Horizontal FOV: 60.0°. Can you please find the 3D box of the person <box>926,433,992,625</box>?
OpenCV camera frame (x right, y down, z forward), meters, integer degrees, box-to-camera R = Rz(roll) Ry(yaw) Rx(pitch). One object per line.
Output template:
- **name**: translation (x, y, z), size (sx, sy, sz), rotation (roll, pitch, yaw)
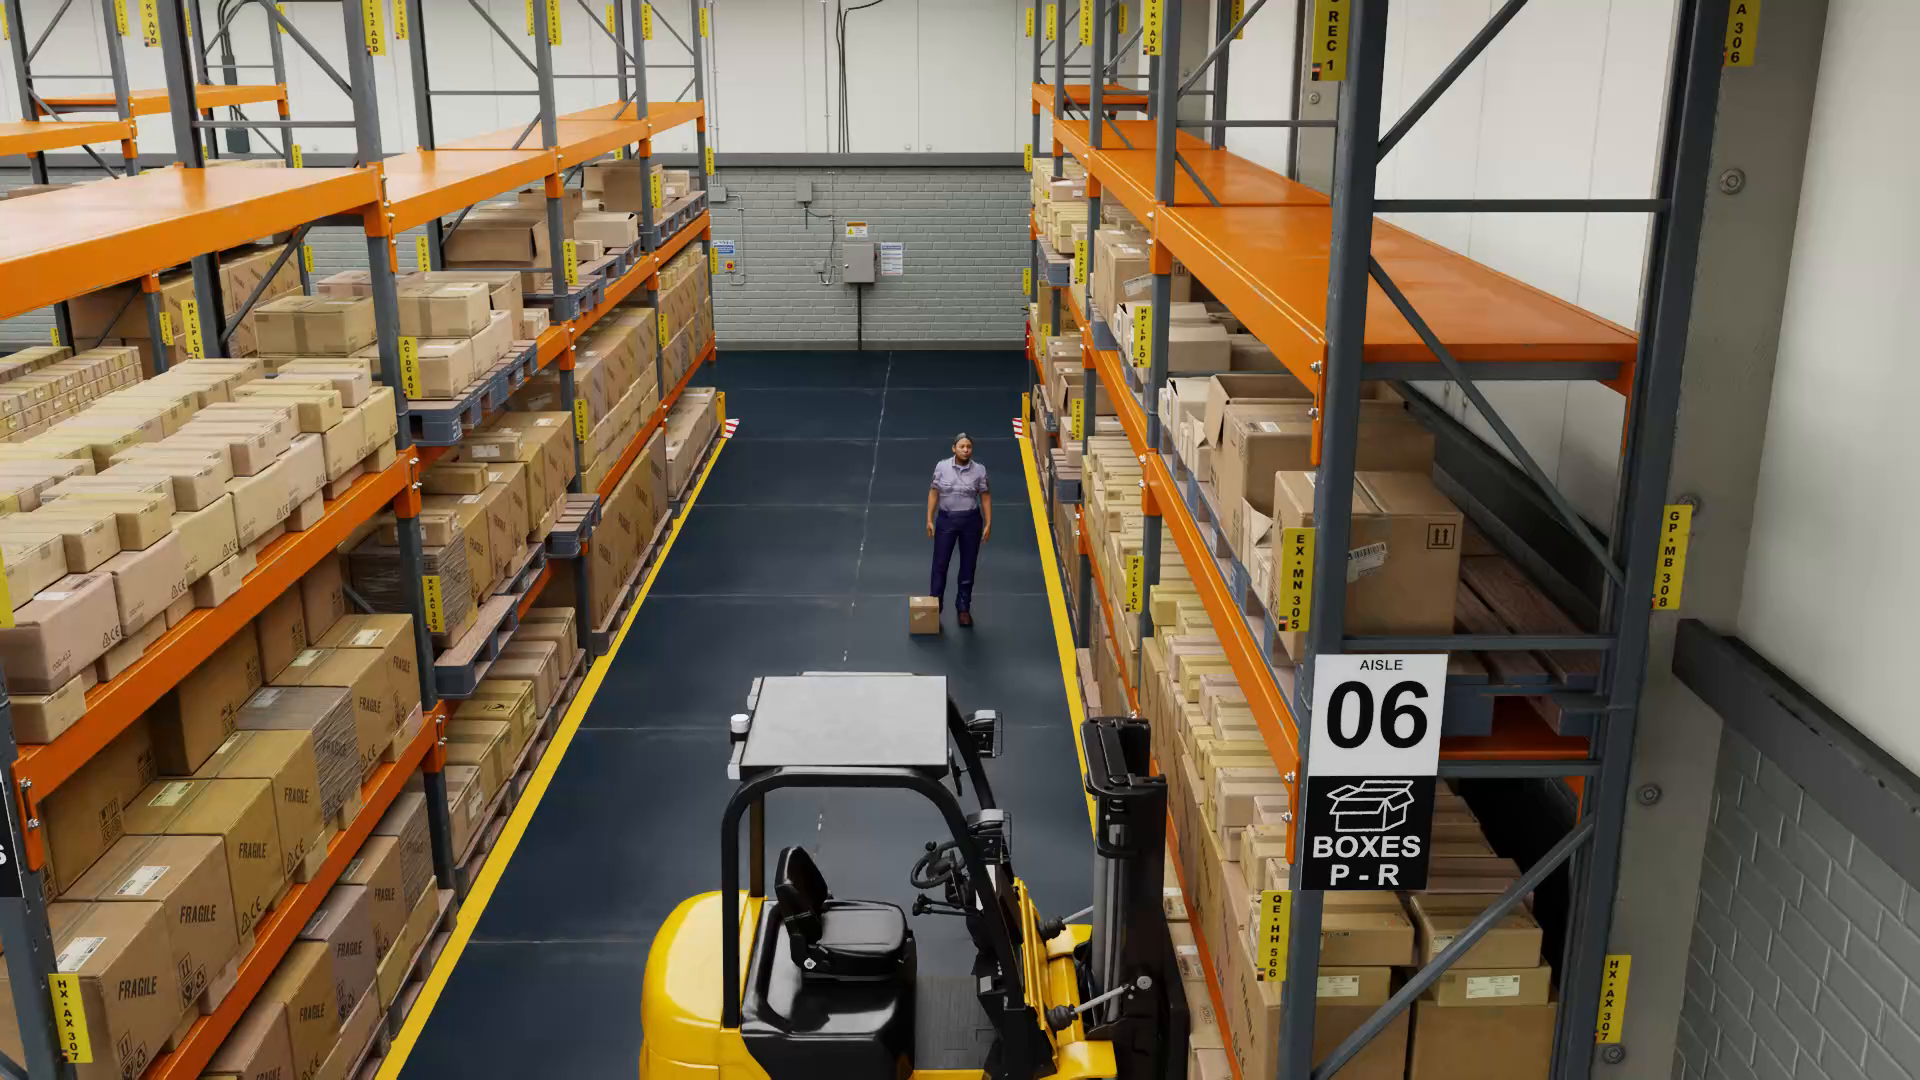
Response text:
- **person**: translation (-0.025, -0.082, 14.299), size (0.598, 1.651, 0.504), rotation (0, 17, -1)
